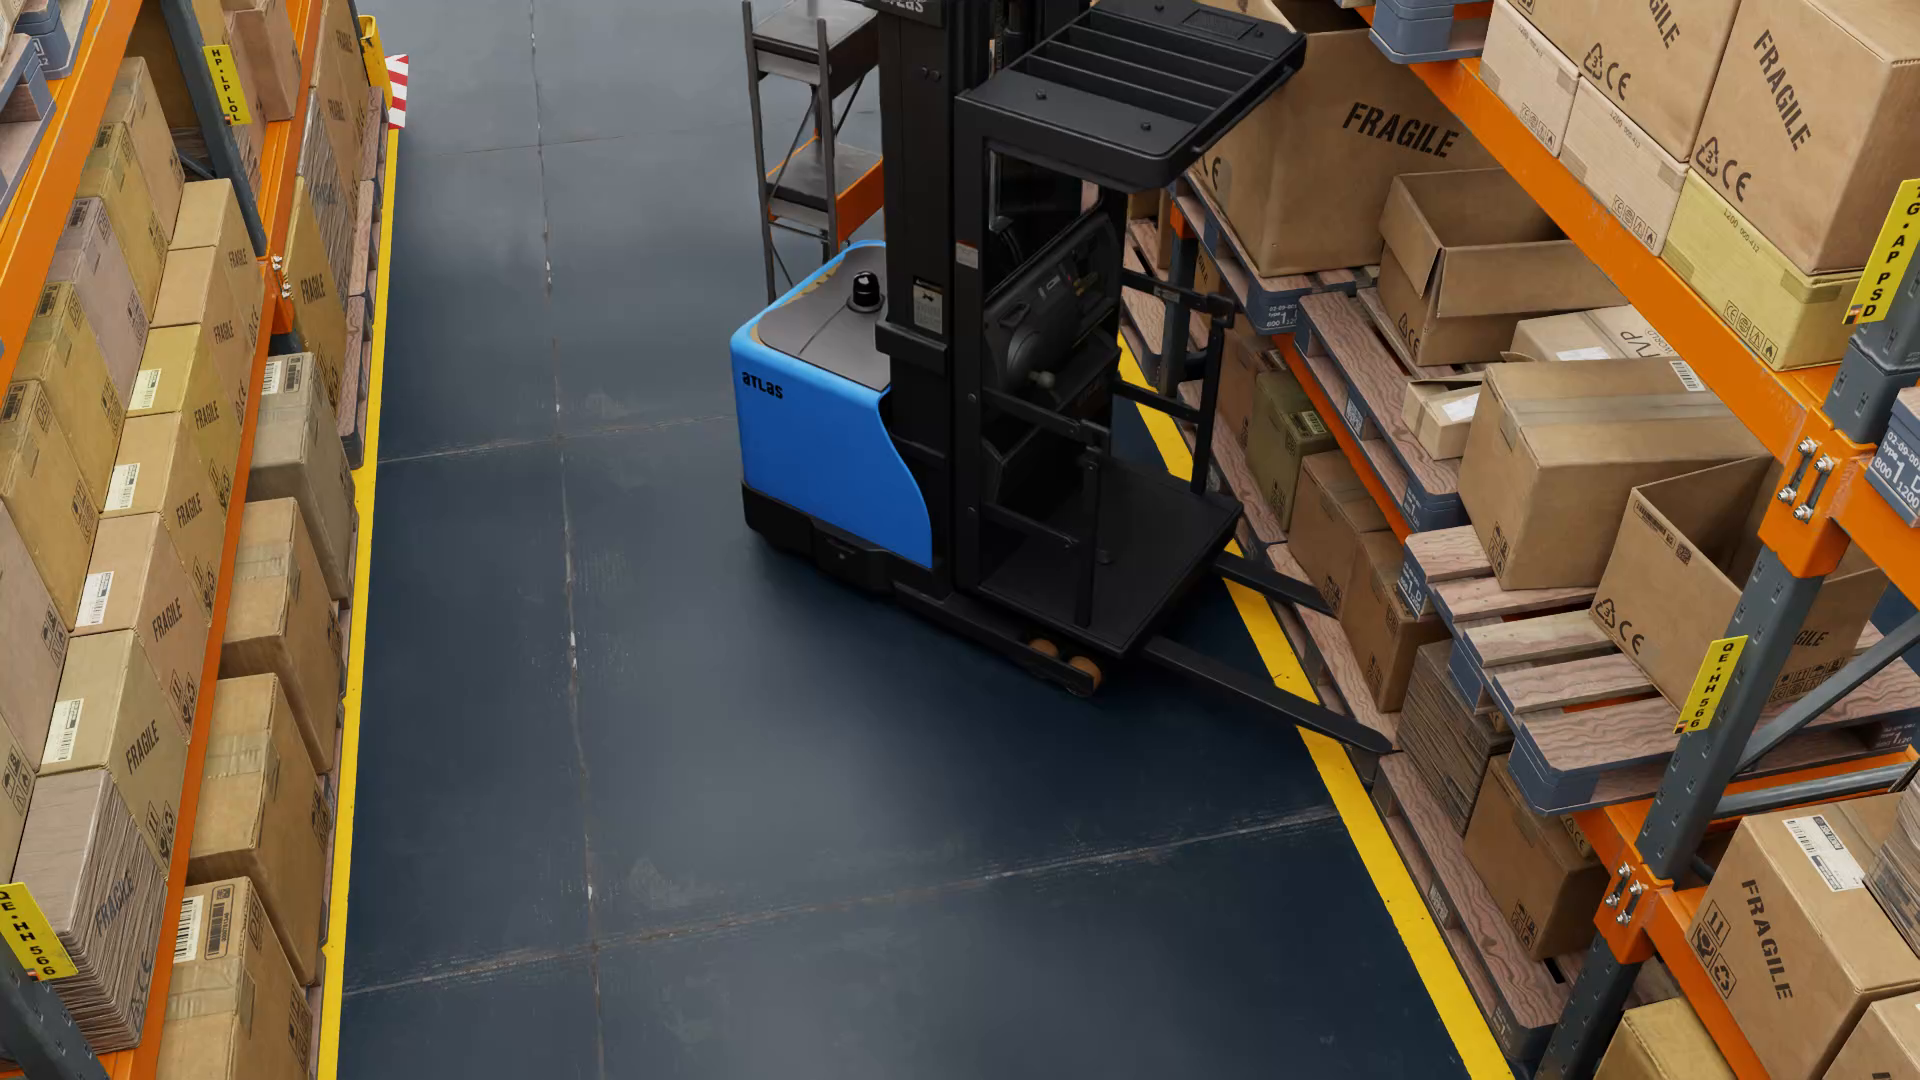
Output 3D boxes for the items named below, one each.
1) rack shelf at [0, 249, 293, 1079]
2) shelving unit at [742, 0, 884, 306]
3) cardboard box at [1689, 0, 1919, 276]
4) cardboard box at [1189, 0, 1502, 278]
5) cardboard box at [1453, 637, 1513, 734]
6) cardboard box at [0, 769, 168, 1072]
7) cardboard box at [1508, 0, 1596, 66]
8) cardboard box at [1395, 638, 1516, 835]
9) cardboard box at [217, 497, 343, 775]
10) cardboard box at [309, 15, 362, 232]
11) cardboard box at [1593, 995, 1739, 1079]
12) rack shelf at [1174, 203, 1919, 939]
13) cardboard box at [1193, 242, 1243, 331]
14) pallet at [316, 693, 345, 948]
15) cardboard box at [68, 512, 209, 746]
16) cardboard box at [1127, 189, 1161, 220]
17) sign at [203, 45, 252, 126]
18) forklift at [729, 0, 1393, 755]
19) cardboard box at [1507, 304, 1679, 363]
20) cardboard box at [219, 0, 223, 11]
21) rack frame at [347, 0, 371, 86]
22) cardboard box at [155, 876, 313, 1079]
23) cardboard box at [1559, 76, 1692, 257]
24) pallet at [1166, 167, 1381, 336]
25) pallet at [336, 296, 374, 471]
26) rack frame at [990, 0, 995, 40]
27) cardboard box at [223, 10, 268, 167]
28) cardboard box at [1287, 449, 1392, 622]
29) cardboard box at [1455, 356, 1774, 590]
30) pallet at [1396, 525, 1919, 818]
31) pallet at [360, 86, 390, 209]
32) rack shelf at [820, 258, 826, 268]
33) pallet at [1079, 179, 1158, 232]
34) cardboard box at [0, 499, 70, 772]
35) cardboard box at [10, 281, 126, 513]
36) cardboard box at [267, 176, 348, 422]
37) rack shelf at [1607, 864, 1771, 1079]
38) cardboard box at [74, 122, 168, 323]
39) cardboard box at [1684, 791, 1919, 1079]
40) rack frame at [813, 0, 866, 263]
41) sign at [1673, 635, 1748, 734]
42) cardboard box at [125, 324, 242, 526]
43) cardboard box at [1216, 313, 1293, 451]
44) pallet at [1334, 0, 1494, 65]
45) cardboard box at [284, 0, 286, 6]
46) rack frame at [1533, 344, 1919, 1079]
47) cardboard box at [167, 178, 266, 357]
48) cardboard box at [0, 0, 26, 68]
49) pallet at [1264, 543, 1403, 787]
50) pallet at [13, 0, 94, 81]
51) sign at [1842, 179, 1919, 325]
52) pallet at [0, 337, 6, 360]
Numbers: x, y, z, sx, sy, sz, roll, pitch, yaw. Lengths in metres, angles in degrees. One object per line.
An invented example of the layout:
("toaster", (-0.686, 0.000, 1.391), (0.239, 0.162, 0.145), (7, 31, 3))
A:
("rack shelf", (-2.936, 0.293, 5.484), (1.077, 0.370, 4.000), (-8, 42, -9))
("shelving unit", (-0.610, -1.530, 7.674), (0.431, 2.100, 0.503), (20, 45, 21))
("cardboard box", (2.013, -0.944, 3.624), (0.500, 0.500, 0.500), (-7, 42, -8))
("cardboard box", (1.532, -1.764, 6.491), (1.000, 1.000, 1.000), (-8, 42, -9))
("cardboard box", (2.062, 0.393, 5.816), (0.500, 0.250, 0.500), (-4, 42, -4))
("cardboard box", (-2.337, 0.954, 4.123), (0.500, 0.500, 0.500), (-8, 42, -9))
("cardboard box", (1.800, -1.598, 4.361), (0.500, 0.500, 0.500), (-8, 42, -9))
("cardboard box", (2.064, 0.657, 6.084), (0.700, 0.500, 0.500), (-12, 43, -13))
("cardboard box", (-2.941, 0.428, 6.169), (1.050, 0.750, 0.750), (-8, 42, -9))
("cardboard box", (-3.828, -2.227, 9.065), (0.875, 0.875, 0.875), (-9, 42, -10))
("cardboard box", (2.489, 1.763, 4.570), (1.225, 0.875, 0.875), (-10, 43, -11))
("rack shelf", (1.929, -0.352, 6.210), (1.077, 0.370, 4.000), (-8, 42, -9))
("cardboard box", (1.450, -1.405, 8.421), (0.500, 0.500, 0.500), (-10, 42, -11))
("pallet", (-2.861, 1.053, 6.187), (1.003, 0.211, 1.213), (-8, 42, -9))
("cardboard box", (-2.558, 0.298, 4.862), (0.500, 0.500, 0.500), (-8, 42, -9))
("cardboard box", (1.108, -2.166, 9.279), (0.500, 0.500, 0.500), (-12, 43, -13))
("sign", (-2.840, -1.760, 6.442), (0.100, 0.325, 0.005), (-8, 42, -9))
("forklift", (0.538, -0.859, 6.292), (3.031, 2.935, 1.130), (24, 47, 24))
("cardboard box", (2.224, -0.545, 5.683), (0.500, 0.250, 0.500), (-9, 42, -10))
("cardboard box", (-3.646, -2.316, 6.955), (0.875, 0.550, 0.550), (-8, 42, -9))
("rack frame", (-4.231, -3.865, 9.626), (1.000, 3.000, 0.127), (-8, 42, -9))
("cardboard box", (-2.548, 1.597, 4.851), (1.050, 0.750, 0.750), (-9, 42, -10))
("cardboard box", (1.898, -0.983, 4.233), (0.500, 0.250, 0.500), (-8, 42, -9))
("pallet", (1.520, -1.329, 6.914), (1.003, 0.211, 1.213), (-8, 42, -9))
("pallet", (-3.455, -0.733, 8.199), (1.003, 0.211, 1.213), (-8, 42, -9))
("rack frame", (0.634, -4.510, 10.353), (1.000, 3.000, 0.127), (-8, 42, -9))
("cardboard box", (-3.600, -1.919, 7.321), (0.875, 0.550, 0.550), (-8, 42, -9))
("cardboard box", (1.815, -0.071, 6.904), (0.700, 0.500, 0.500), (-12, 43, -13))
("cardboard box", (1.987, -0.211, 5.118), (0.700, 0.500, 0.500), (-3, 42, -3))
("pallet", (2.103, 0.301, 5.078), (1.213, 0.211, 1.003), (-8, 42, -9))
("pallet", (-3.982, -2.315, 9.981), (1.003, 0.211, 1.213), (-8, 42, -9))
("rack shelf", (-0.610, -0.997, 8.148), (0.431, 0.518, 0.480), (20, 45, 21))
("pallet", (1.051, -2.097, 9.735), (1.003, 0.211, 1.213), (-8, 42, -9))
("cardboard box", (-2.702, 0.289, 4.118), (0.700, 0.500, 0.500), (-9, 42, -10))
("cardboard box", (-2.925, -0.374, 4.865), (0.700, 0.500, 0.500), (-9, 42, -10))
("cardboard box", (-3.435, -1.052, 7.742), (0.875, 0.875, 0.875), (-8, 42, -9))
("rack shelf", (2.792, 2.241, 3.290), (1.077, 0.370, 4.000), (-8, 42, -9))
("cardboard box", (-3.142, -1.029, 5.603), (0.700, 0.500, 0.500), (-9, 42, -10))
("cardboard box", (2.200, 0.992, 4.079), (0.500, 0.500, 0.500), (-7, 42, -8))
("rack frame", (-0.494, -1.673, 7.835), (0.400, 2.100, 0.015), (20, 45, 21))
("sign", (1.833, 0.356, 4.059), (0.100, 0.325, 0.005), (-8, 42, -9))
("cardboard box", (-2.776, -0.354, 5.596), (0.500, 0.500, 0.500), (-8, 42, -9))
("cardboard box", (1.609, -0.746, 7.664), (0.700, 0.500, 0.500), (-11, 43, -13))
("pallet", (1.753, -1.882, 5.274), (1.213, 0.211, 1.003), (-8, 42, -9))
("cardboard box", (-3.968, -2.953, 8.485), (0.875, 0.550, 0.550), (-8, 42, -9))
("rack frame", (2.361, 0.676, 4.511), (1.000, 3.000, 0.127), (-8, 42, -9))
("cardboard box", (-2.994, -1.010, 6.334), (0.500, 0.500, 0.500), (-9, 42, -10))
("cardboard box", (-2.774, -1.450, 4.322), (0.500, 0.311, 0.500), (-10, 43, -11))
("pallet", (1.934, 0.422, 6.897), (1.003, 0.211, 1.213), (-8, 42, -9))
("pallet", (-3.121, -1.735, 5.112), (0.805, 0.209, 1.217), (-10, 43, -11))
("sign", (1.830, -0.563, 3.258), (0.100, 0.325, 0.005), (-8, 42, -9))
("pallet", (-2.695, -0.140, 3.313), (1.213, 0.211, 1.003), (-7, 42, -7))
